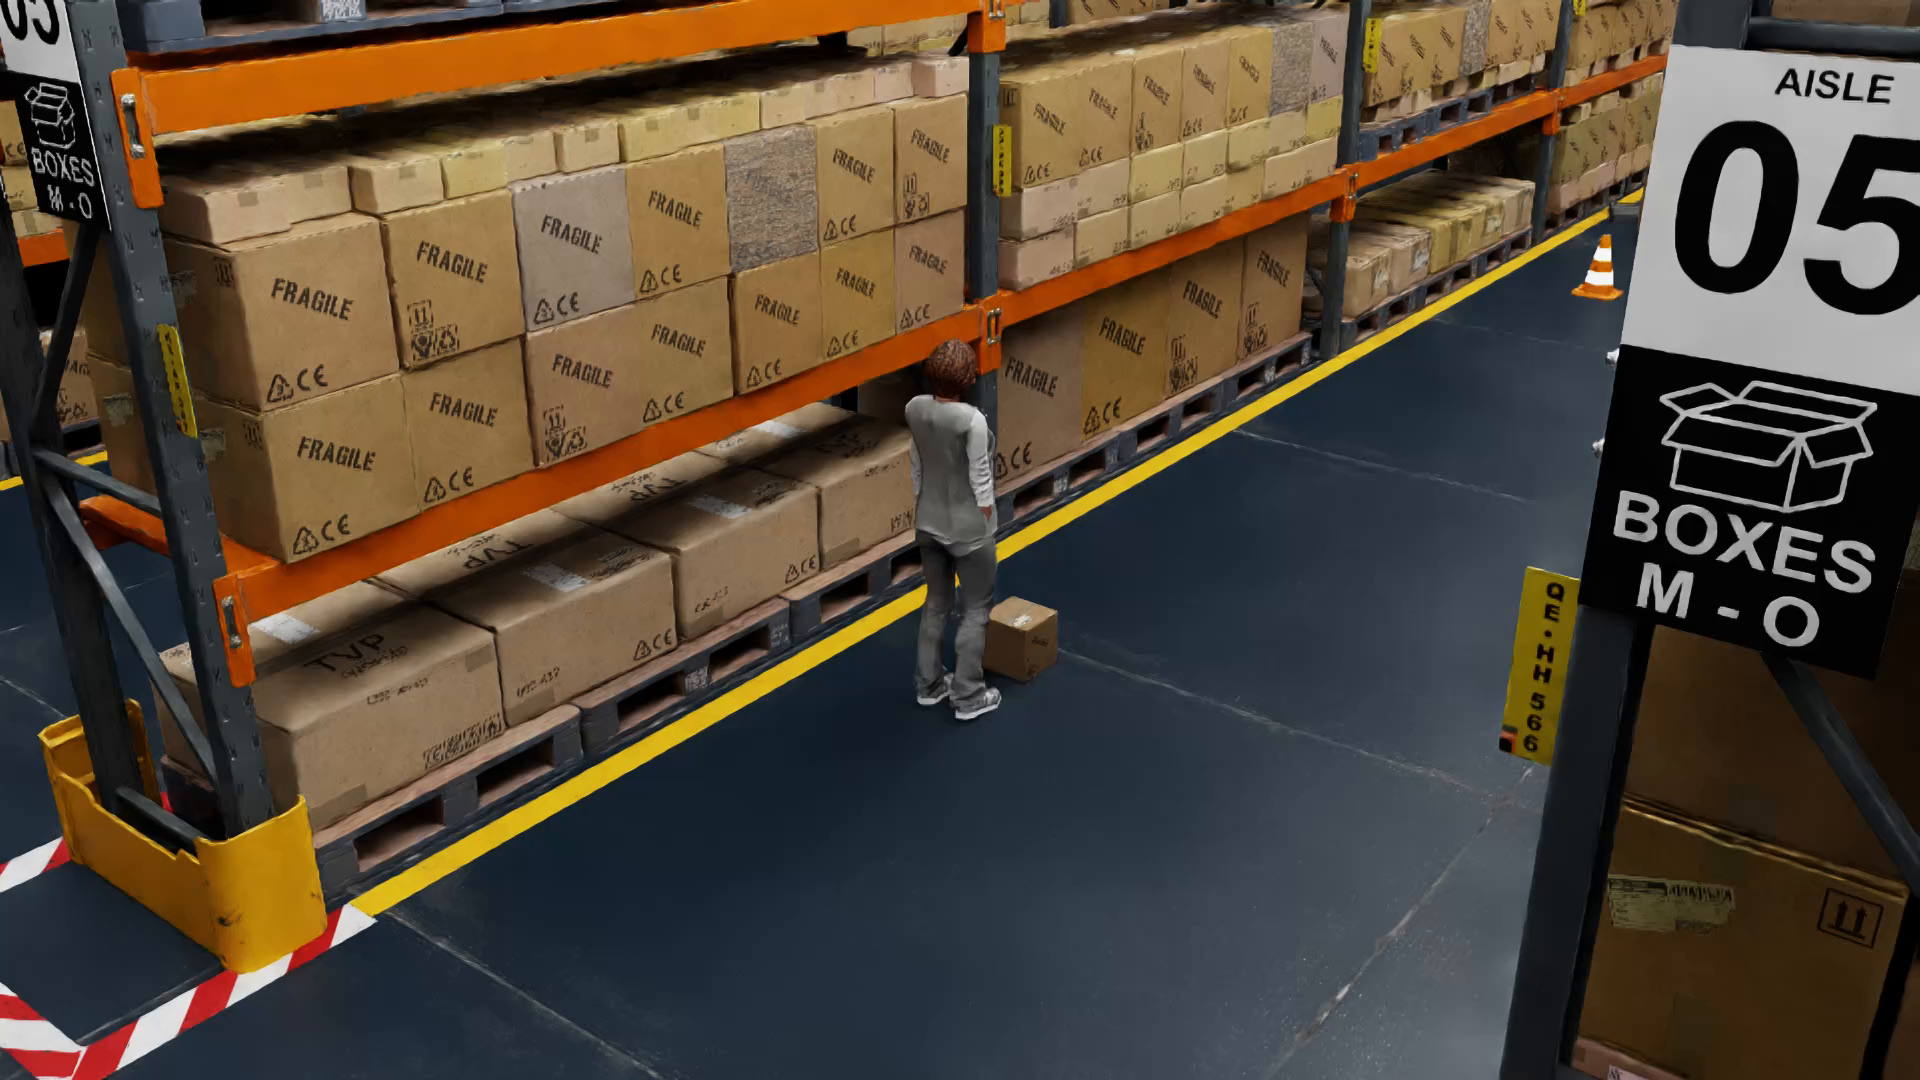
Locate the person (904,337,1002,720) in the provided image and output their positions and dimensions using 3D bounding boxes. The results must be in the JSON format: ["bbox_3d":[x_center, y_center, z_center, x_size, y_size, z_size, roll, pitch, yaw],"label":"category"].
[{"bbox_3d":[-0.033,-0.044,6.720,0.407,1.594,0.299,18,29,34],"label":"person"}]
